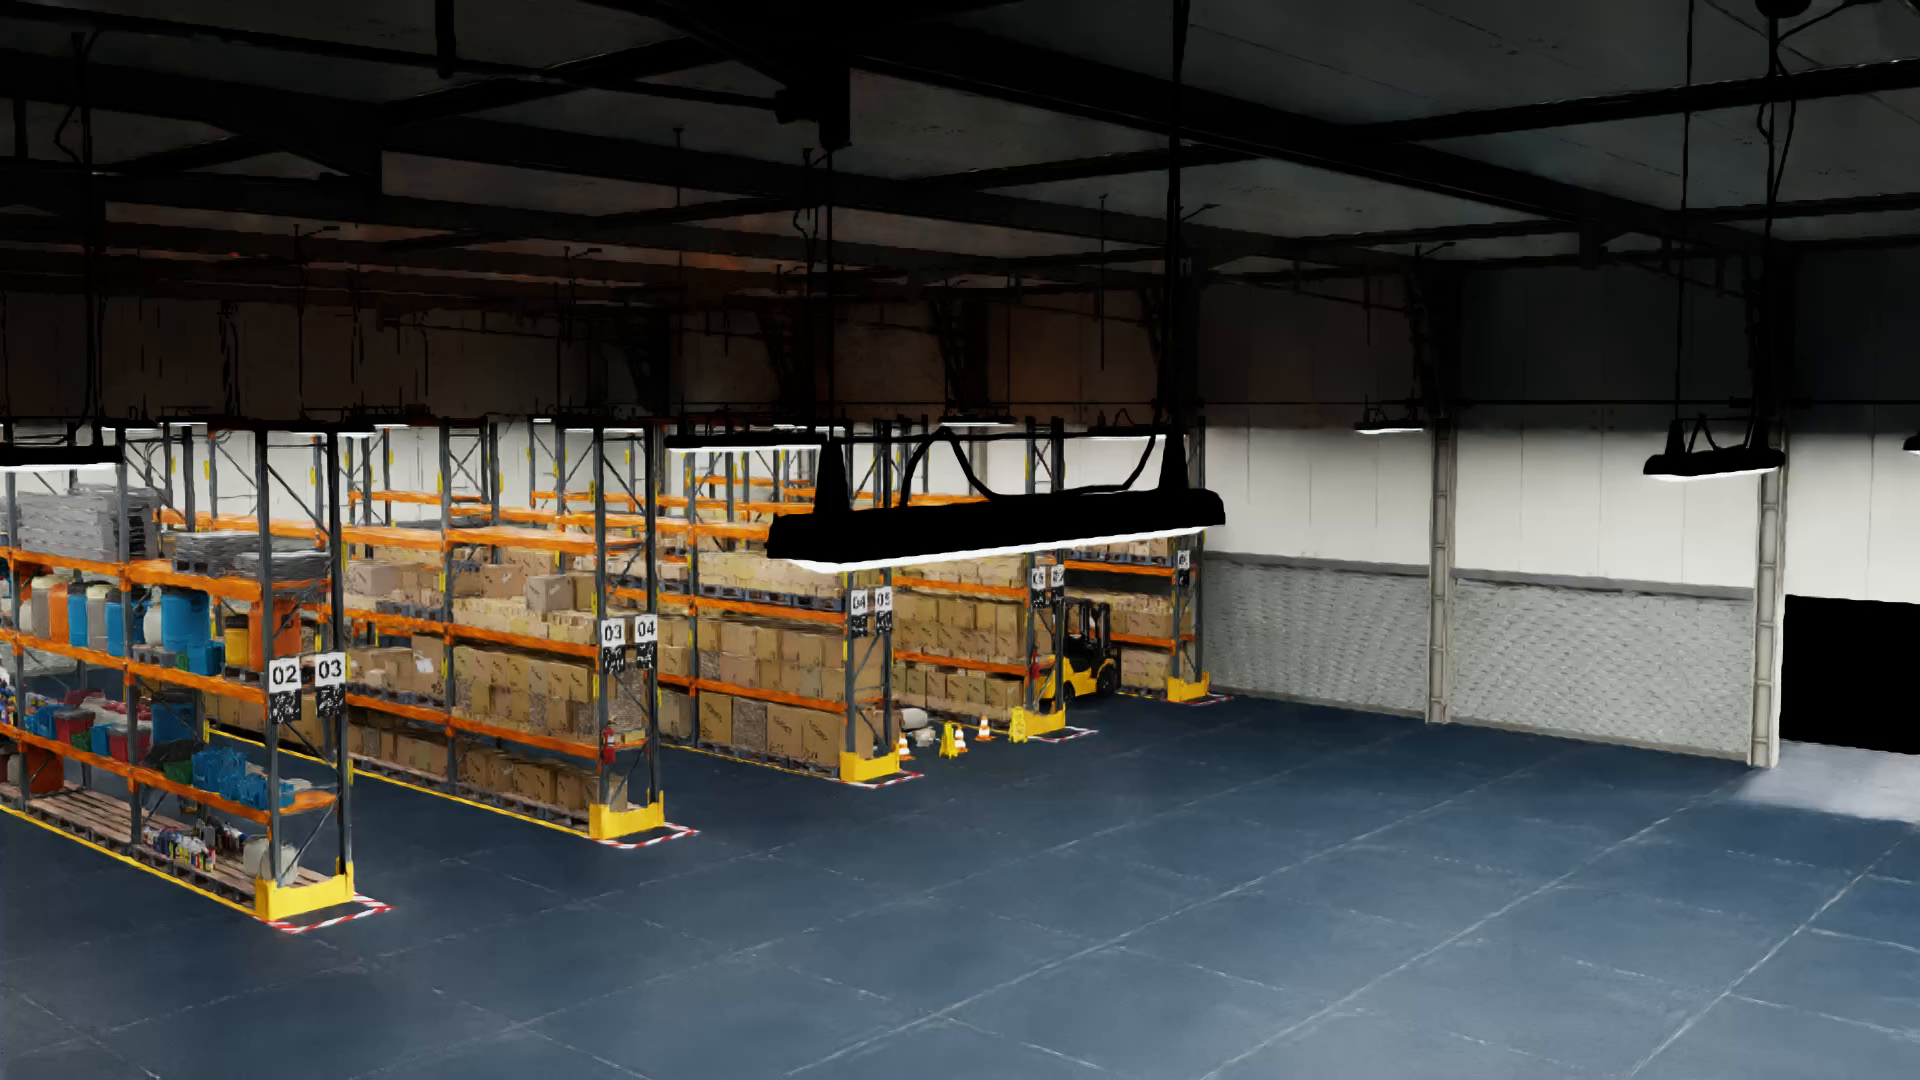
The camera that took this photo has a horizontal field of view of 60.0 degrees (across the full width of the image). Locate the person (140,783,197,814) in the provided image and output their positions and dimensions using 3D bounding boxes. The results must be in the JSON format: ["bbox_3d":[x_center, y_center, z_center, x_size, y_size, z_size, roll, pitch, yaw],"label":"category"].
[{"bbox_3d":[-12.146,3.369,25.378,0.848,1.703,0.699,2,5,23],"label":"person"}]

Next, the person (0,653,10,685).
[{"bbox_3d":[-17.563,2.910,30.378,0.650,1.763,0.455,1,5,15],"label":"person"}]
